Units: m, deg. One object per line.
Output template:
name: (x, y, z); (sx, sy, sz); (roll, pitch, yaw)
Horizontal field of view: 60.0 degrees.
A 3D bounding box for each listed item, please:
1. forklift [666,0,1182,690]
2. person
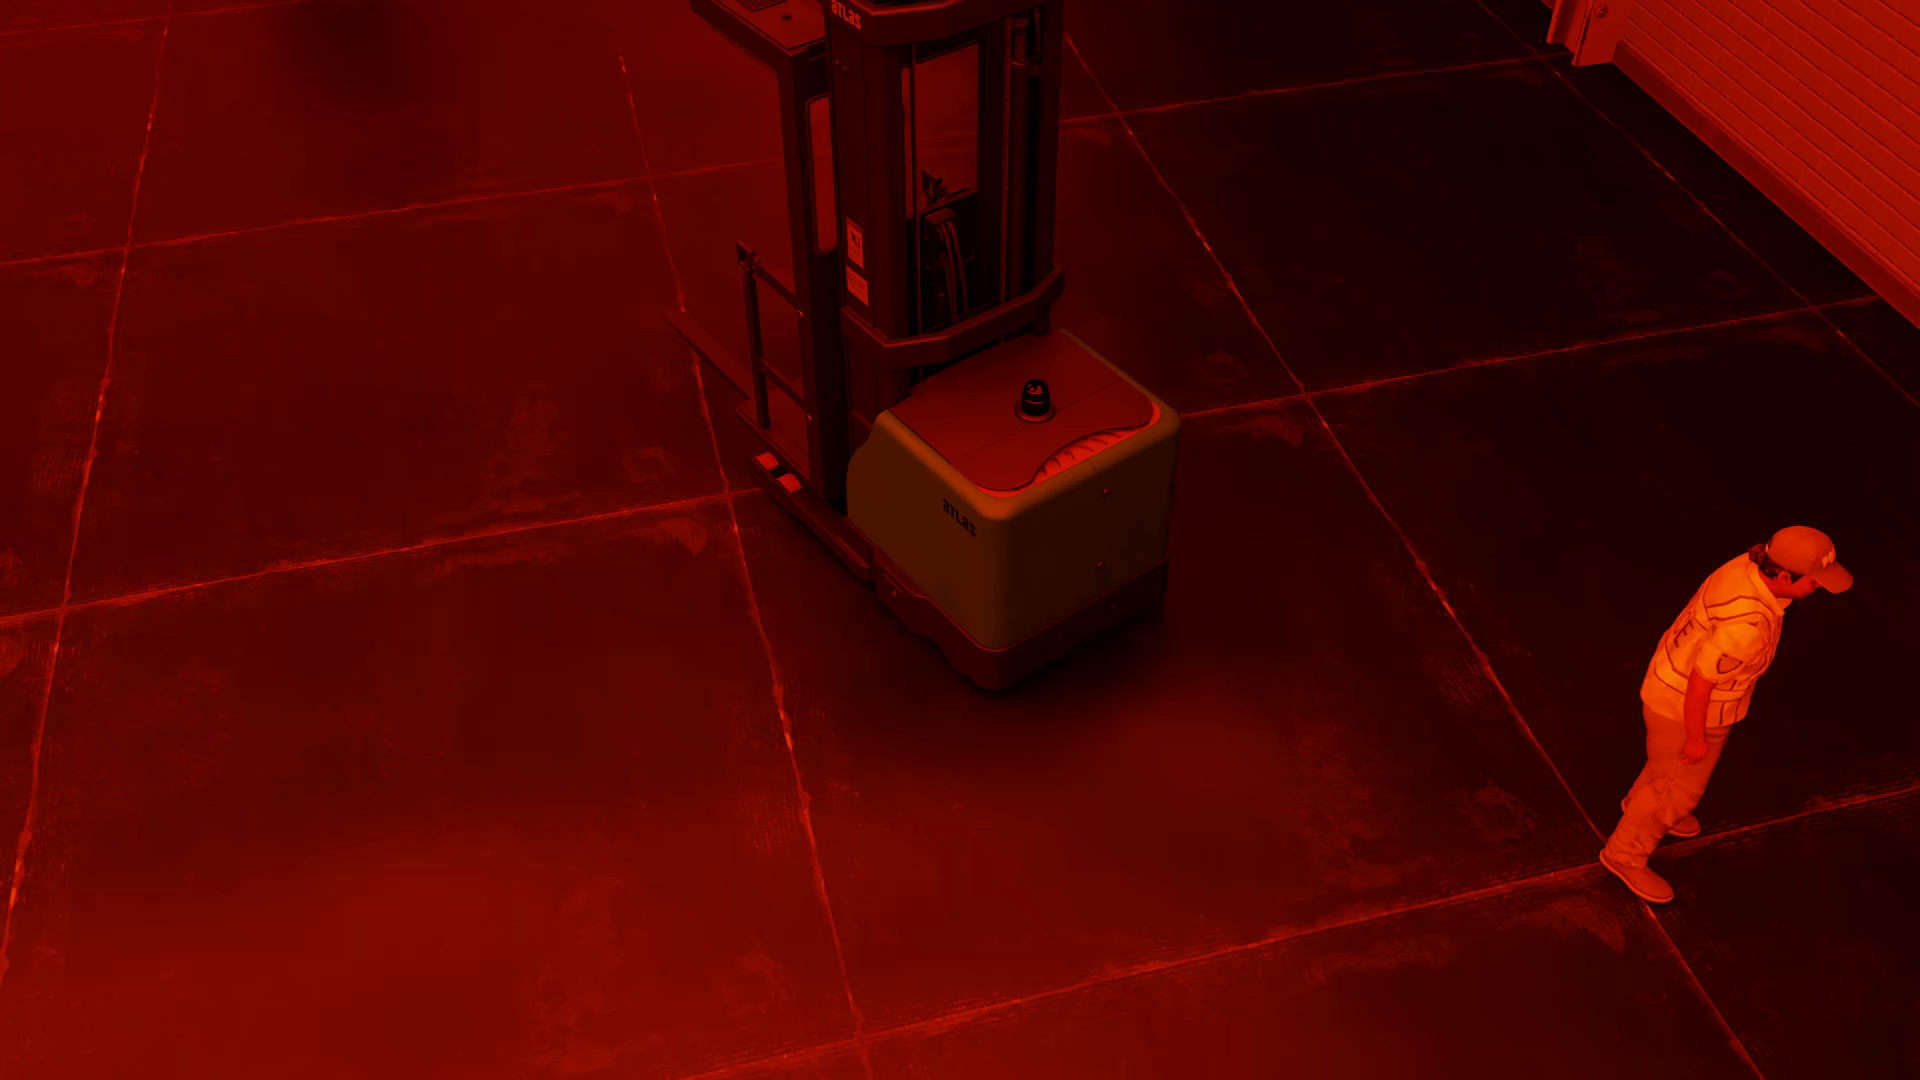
forklift: (-0.366, -1.399, 7.126); (1.130, 2.935, 3.031); (-27, 50, -26)
person: (2.686, 0.582, 5.954); (0.470, 1.664, 0.549); (23, 48, 22)
